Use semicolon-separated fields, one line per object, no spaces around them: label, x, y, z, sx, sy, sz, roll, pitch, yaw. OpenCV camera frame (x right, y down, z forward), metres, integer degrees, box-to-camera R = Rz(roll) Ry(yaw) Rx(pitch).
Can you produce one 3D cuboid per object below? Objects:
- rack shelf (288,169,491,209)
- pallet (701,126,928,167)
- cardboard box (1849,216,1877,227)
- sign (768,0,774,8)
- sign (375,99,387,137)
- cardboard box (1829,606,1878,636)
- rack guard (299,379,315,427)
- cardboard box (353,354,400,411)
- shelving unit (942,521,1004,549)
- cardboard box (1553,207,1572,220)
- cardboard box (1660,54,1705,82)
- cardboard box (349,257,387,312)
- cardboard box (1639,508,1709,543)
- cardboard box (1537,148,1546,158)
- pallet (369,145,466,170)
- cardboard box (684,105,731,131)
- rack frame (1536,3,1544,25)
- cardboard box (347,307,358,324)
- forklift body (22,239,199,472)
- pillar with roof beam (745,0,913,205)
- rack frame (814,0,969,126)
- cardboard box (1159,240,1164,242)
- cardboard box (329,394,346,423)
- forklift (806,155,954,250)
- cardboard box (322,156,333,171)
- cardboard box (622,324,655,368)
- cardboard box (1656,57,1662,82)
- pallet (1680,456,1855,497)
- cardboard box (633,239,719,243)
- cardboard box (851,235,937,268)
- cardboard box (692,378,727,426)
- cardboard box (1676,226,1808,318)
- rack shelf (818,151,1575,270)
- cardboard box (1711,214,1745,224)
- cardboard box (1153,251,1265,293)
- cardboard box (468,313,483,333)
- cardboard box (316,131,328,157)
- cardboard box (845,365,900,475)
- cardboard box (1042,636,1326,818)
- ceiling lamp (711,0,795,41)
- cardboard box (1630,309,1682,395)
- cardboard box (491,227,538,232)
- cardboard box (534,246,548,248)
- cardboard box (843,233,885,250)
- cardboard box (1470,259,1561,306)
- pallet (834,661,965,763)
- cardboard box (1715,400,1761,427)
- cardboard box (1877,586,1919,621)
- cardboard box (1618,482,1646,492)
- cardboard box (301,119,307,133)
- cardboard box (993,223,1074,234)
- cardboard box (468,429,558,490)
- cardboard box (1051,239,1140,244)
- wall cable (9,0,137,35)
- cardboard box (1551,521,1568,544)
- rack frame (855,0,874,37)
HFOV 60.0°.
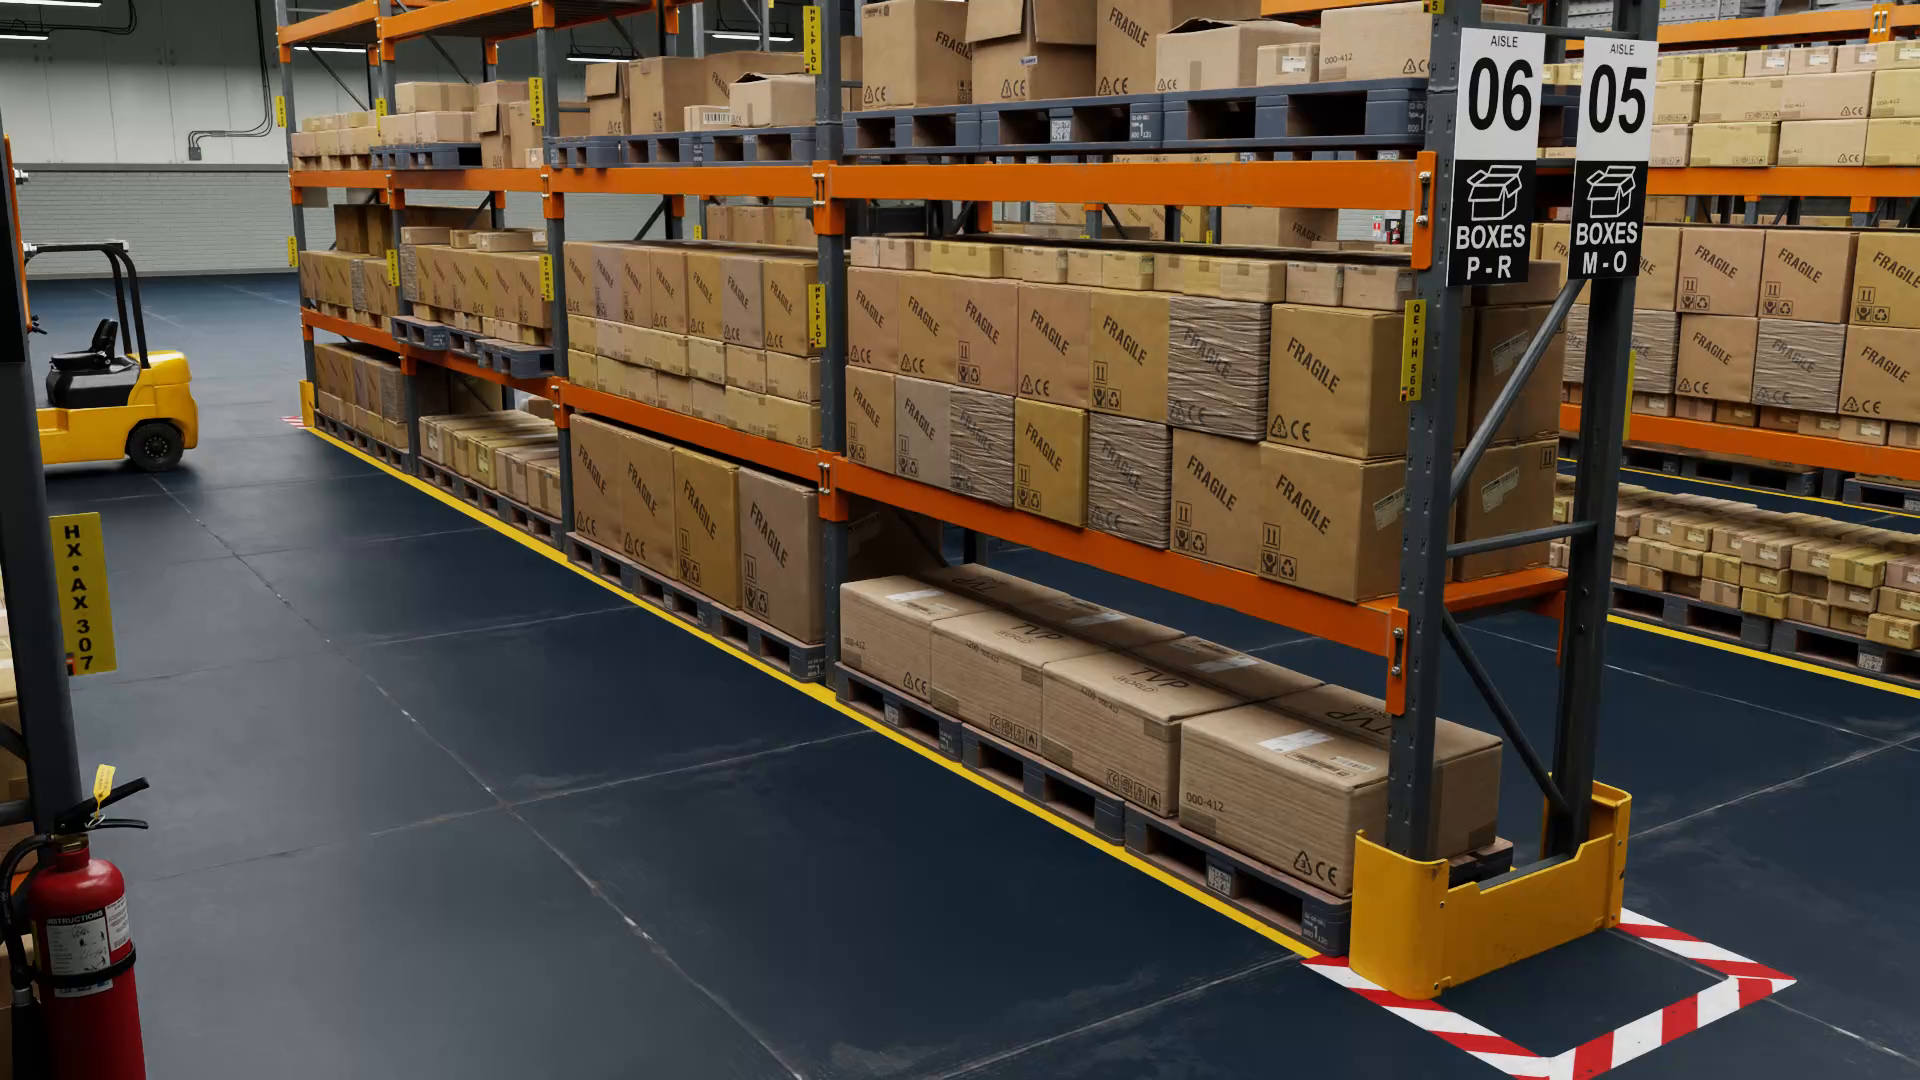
rack shelf;-5.831;-3.595;16.944;1.077;0.370;4.000;-8;15;-33
pallet;-0.839;-2.232;9.474;0.805;0.209;1.217;-9;15;-35
cardboard box;15.811;-5.469;29.397;0.500;0.500;0.500;-9;15;-34
sign;-2.415;-6.928;21.108;0.100;0.325;0.005;-8;15;-33
sign;-5.170;-3.778;14.885;0.100;0.325;0.005;-8;15;-33
cardboard box;5.224;0.432;9.554;0.380;0.149;0.250;-8;15;-33
rack guard;-6.897;-1.602;19.019;1.175;0.500;0.348;-8;15;-33
cardboard box;-5.841;-1.608;16.893;0.500;0.500;0.500;-7;14;-30
shelving unit;0.092;-0.557;12.599;0.258;1.200;0.503;-8;15;-33
cardboard box;10.413;-5.588;28.123;0.700;0.500;0.500;-8;15;-33
cardboard box;4.422;-2.818;9.953;0.380;0.149;0.250;-7;14;-30
cardboard box;-5.758;-2.552;16.580;0.500;0.500;0.500;-8;14;-31
cardboard box;4.533;-0.092;10.557;0.380;0.149;0.250;-9;15;-35
cardboard box;3.811;-2.585;10.992;0.500;0.250;0.500;-7;14;-30
pallet;-4.469;-3.377;14.701;1.213;0.211;1.003;-8;15;-33
cardboard box;-1.463;-2.578;10.171;0.380;0.166;0.250;-7;14;-28
rack frame;5.743;-5.518;17.031;1.000;3.000;0.127;-8;15;-33
cardboard box;-6.010;-2.295;16.922;0.380;0.149;0.250;-8;15;-32
forklift body;-8.500;-1.713;15.660;2.313;2.155;1.214;-8;15;-33
pillar with roof beam;-5.416;-13.503;53.547;9.100;9.000;0.548;-8;15;-33
rack frame;-0.290;-3.634;8.414;1.000;3.000;0.127;-8;15;-33
cardboard box;3.082;-3.673;21.707;0.875;0.500;0.500;-8;15;-33
cardboard box;-6.446;-1.431;17.838;0.500;0.250;0.500;-7;14;-31
forklift;-0.692;-1.863;14.521;1.130;2.935;3.031;-4;13;-20
cardboard box;-6.306;-3.853;17.026;0.380;0.149;0.250;-8;15;-32
cardboard box;-1.880;-1.284;10.892;0.500;0.250;0.500;-8;15;-33
cardboard box;4.310;-2.872;10.200;0.380;0.149;0.250;-9;15;-35
pallet;7.469;-0.642;15.303;1.003;0.211;1.213;-8;15;-33
cardboard box;-2.002;-1.891;11.911;0.500;0.500;0.500;-9;15;-34
cardboard box;-0.332;-1.470;8.471;0.380;0.149;0.250;-8;15;-34
cardboard box;-1.294;-0.862;10.135;0.500;0.250;0.500;-9;15;-34
cardboard box;4.658;-1.605;9.910;0.500;0.500;0.500;-9;15;-35
rack shelf;0.818;-1.461;7.185;1.077;0.370;4.000;-8;15;-33
cardboard box;14.243;-5.770;30.773;0.500;0.500;0.500;-9;15;-35
cardboard box;0.995;-1.069;6.634;0.380;0.149;0.250;-8;15;-33
cardboard box;-3.808;-1.793;13.646;0.380;0.149;0.250;-9;15;-35
cardboard box;-6.304;-4.074;17.103;0.500;0.250;0.500;-8;14;-31
cardboard box;-0.248;-0.637;8.521;0.500;0.500;0.500;-8;14;-31
cardboard box;0.963;0.788;7.253;0.875;0.438;0.875;-8;14;-31
ceiling lamp;-4.884;-13.101;38.044;2.000;3.185;0.800;-8;15;-33
cardboard box;4.368;-1.202;10.407;0.500;0.500;0.500;-8;15;-34
cardboard box;-3.886;-2.665;14.598;0.380;0.149;0.250;-9;15;-34
cardboard box;-3.719;-2.289;14.396;0.500;0.500;0.500;-8;14;-31
cardboard box;-0.834;-3.400;18.509;0.875;0.550;0.550;-8;15;-33
cardboard box;1.960;-0.942;6.053;0.380;0.149;0.250;-8;15;-32
pallet;0.066;0.804;8.692;1.003;0.211;1.213;-8;15;-33
cardboard box;4.774;-0.782;10.004;0.380;0.149;0.250;-8;15;-32
cardboard box;5.361;0.334;9.307;0.380;0.149;0.250;-9;15;-34
cardboard box;4.507;-0.293;11.479;0.380;0.149;0.250;-8;15;-33
cardboard box;-6.912;-4.482;18.036;0.380;0.149;0.250;-8;15;-33
cardboard box;0.750;-2.817;16.149;0.700;0.500;0.500;-8;15;-34
cardboard box;-3.642;-0.703;14.224;0.950;0.372;0.625;-8;14;-31
cardboard box;0.655;-1.352;7.928;0.380;0.149;0.250;-8;15;-33
wall cable;-23.758;-14.824;44.384;3.097;2.526;0.112;-8;15;-33
cardboard box;4.089;-0.089;11.240;0.380;0.149;0.250;-8;15;-33
rack frame;-0.658;-5.660;17.681;1.000;3.000;0.127;-8;15;-33
